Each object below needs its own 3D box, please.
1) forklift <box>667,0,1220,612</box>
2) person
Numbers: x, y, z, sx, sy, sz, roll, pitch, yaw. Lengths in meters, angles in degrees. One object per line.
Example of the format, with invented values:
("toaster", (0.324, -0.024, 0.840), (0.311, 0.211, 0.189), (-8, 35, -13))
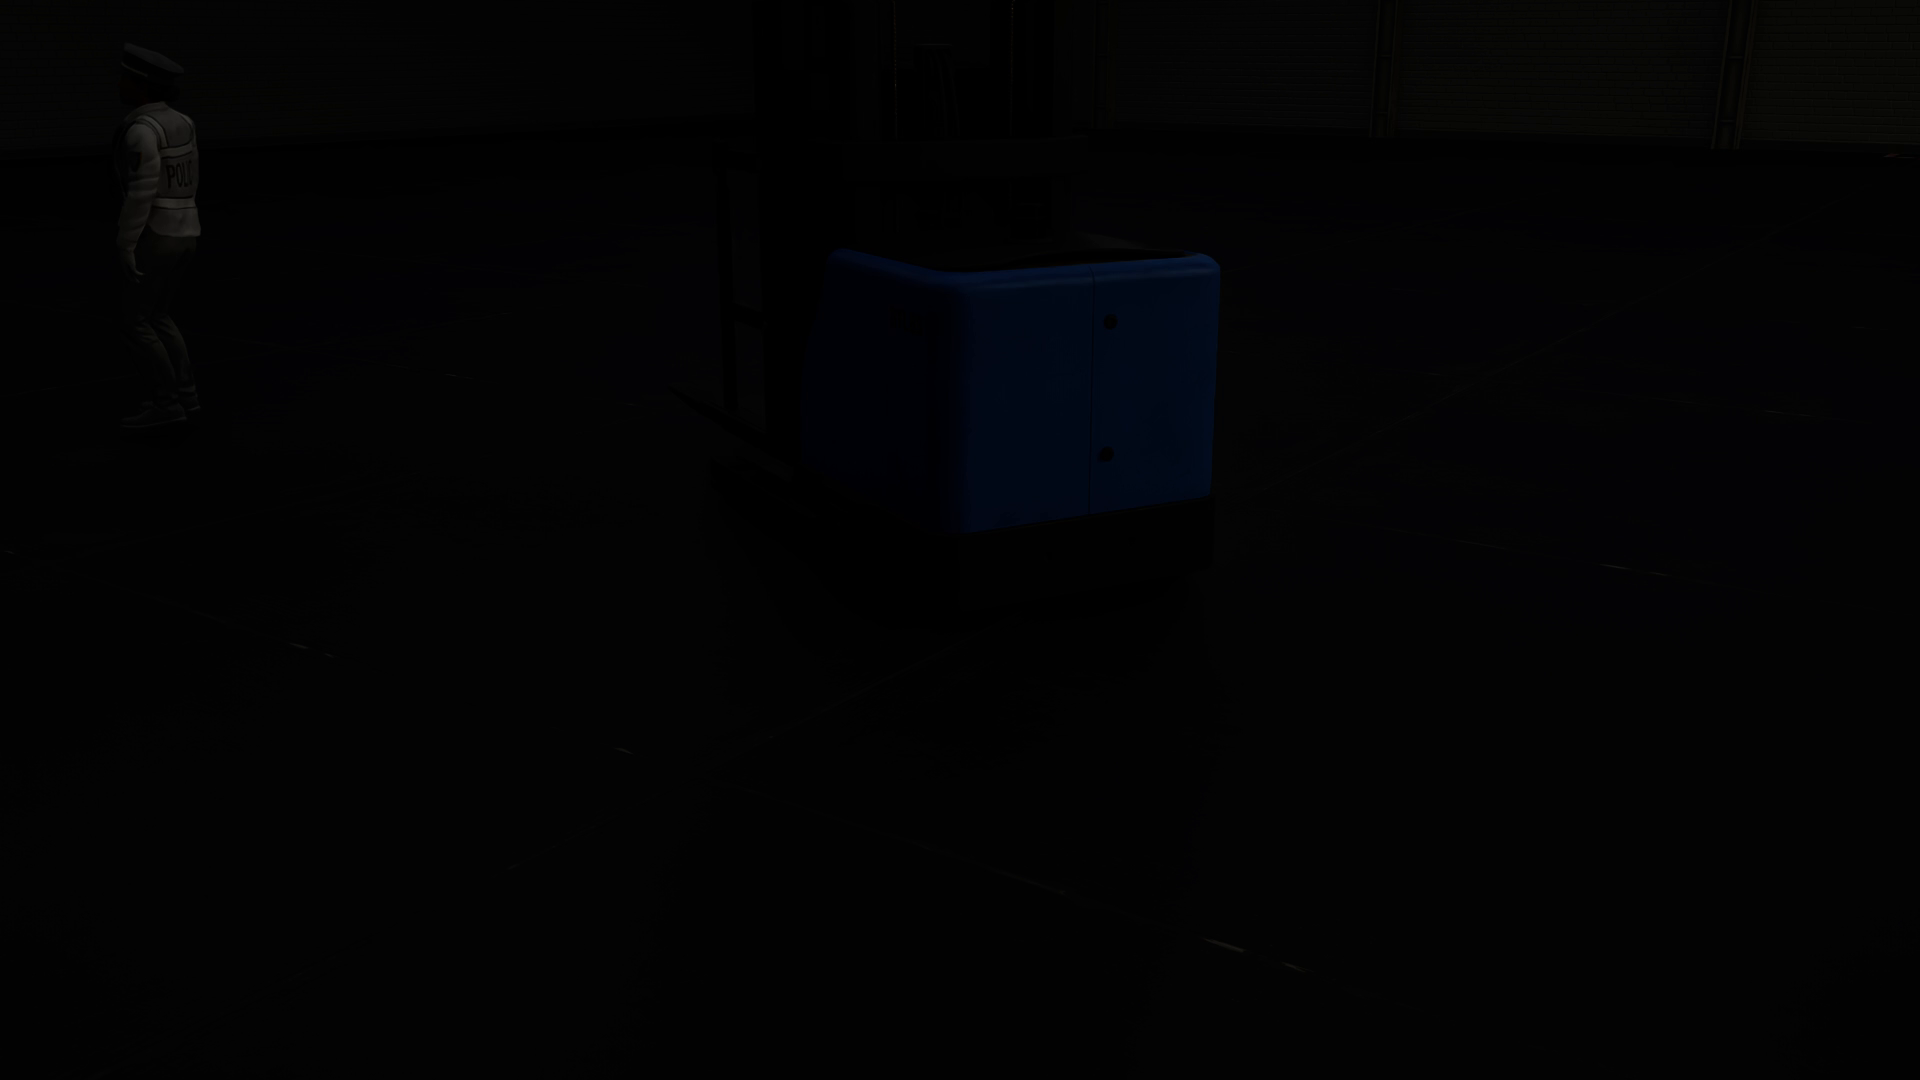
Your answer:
("forklift", (-0.315, -1.560, 6.050), (1.130, 2.935, 3.031), (-9, 19, -27))
("person", (-3.589, -1.330, 7.364), (0.497, 1.680, 0.572), (0, 17, 0))
